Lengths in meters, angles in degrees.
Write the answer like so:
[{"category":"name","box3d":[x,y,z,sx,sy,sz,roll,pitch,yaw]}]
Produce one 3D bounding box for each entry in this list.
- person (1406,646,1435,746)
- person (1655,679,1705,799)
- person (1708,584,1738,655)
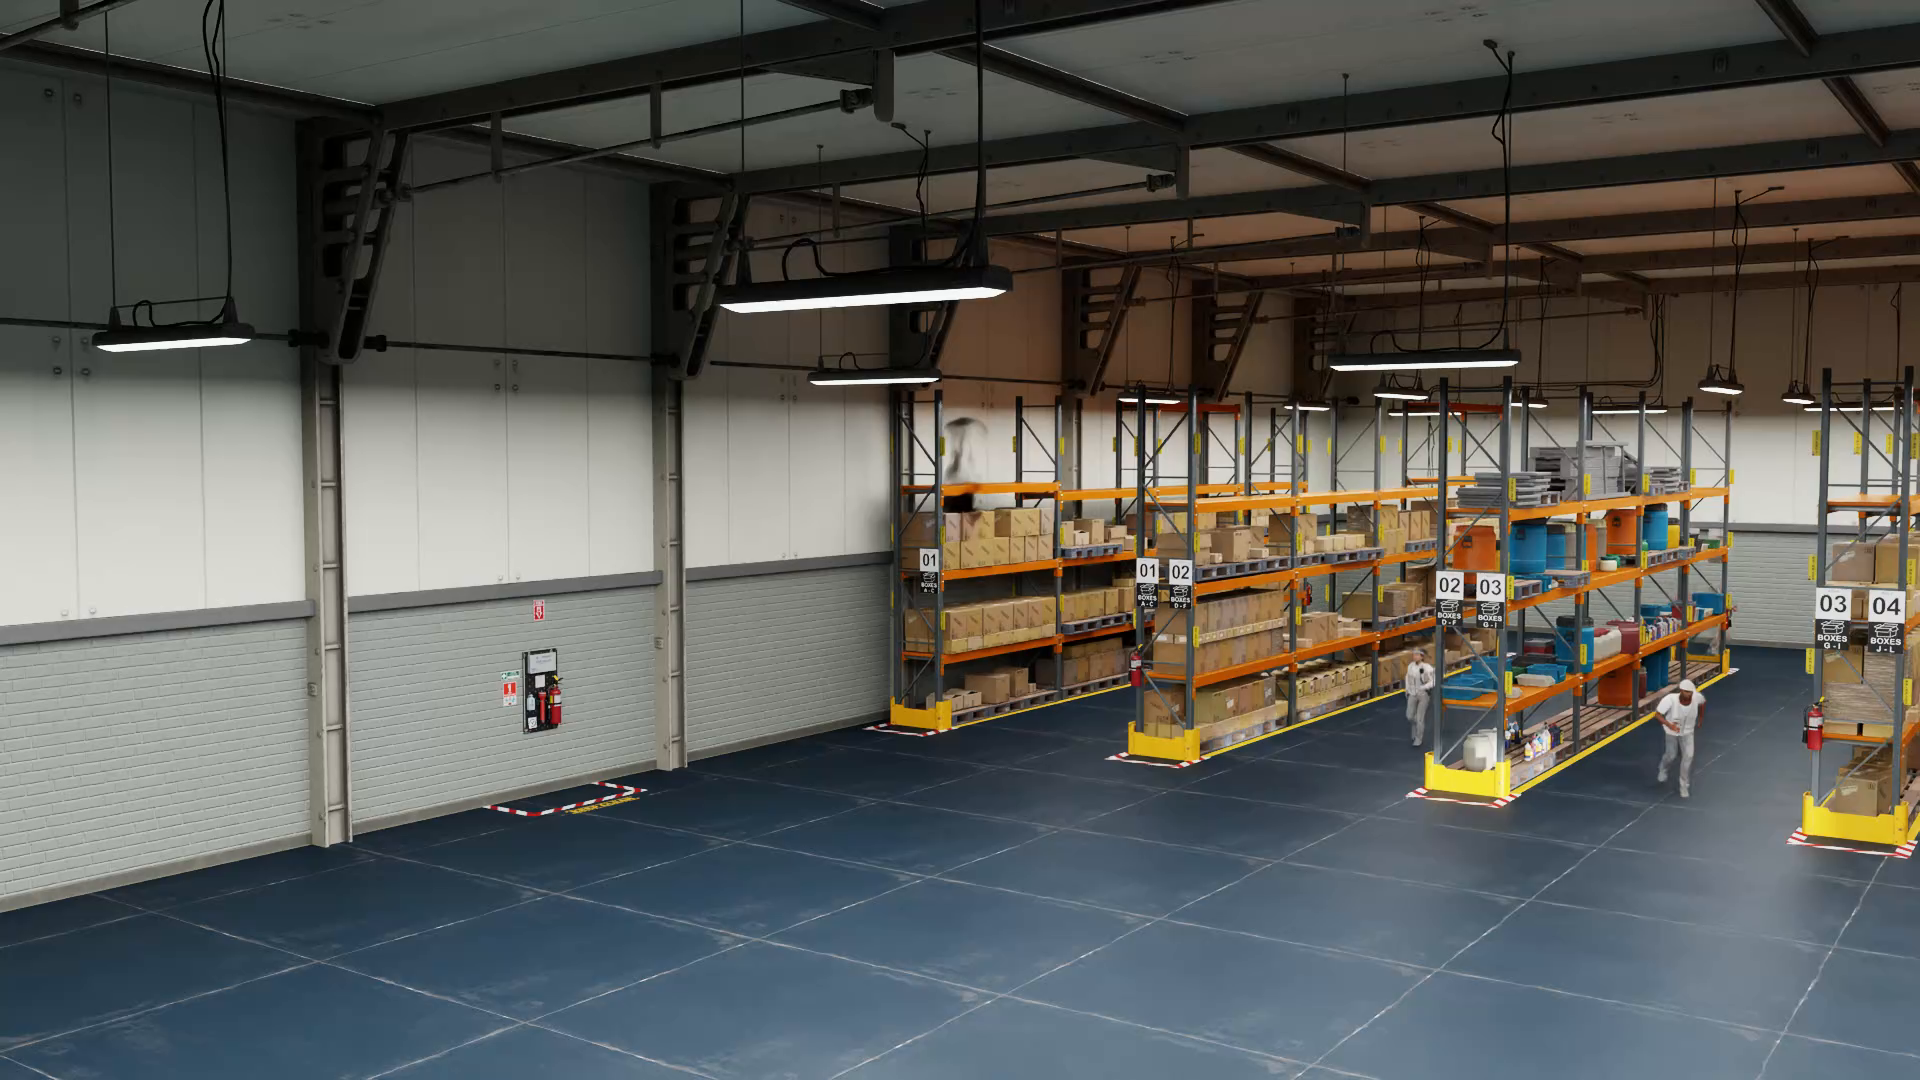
[{"category":"person","box3d":[7.681,2.610,27.850,0.604,1.668,0.567,3,4,39]},{"category":"person","box3d":[10.397,2.824,24.105,0.744,1.715,1.058,0,3,1]},{"category":"person","box3d":[18.156,1.965,39.593,0.639,1.698,0.733,-2,4,-32]}]
